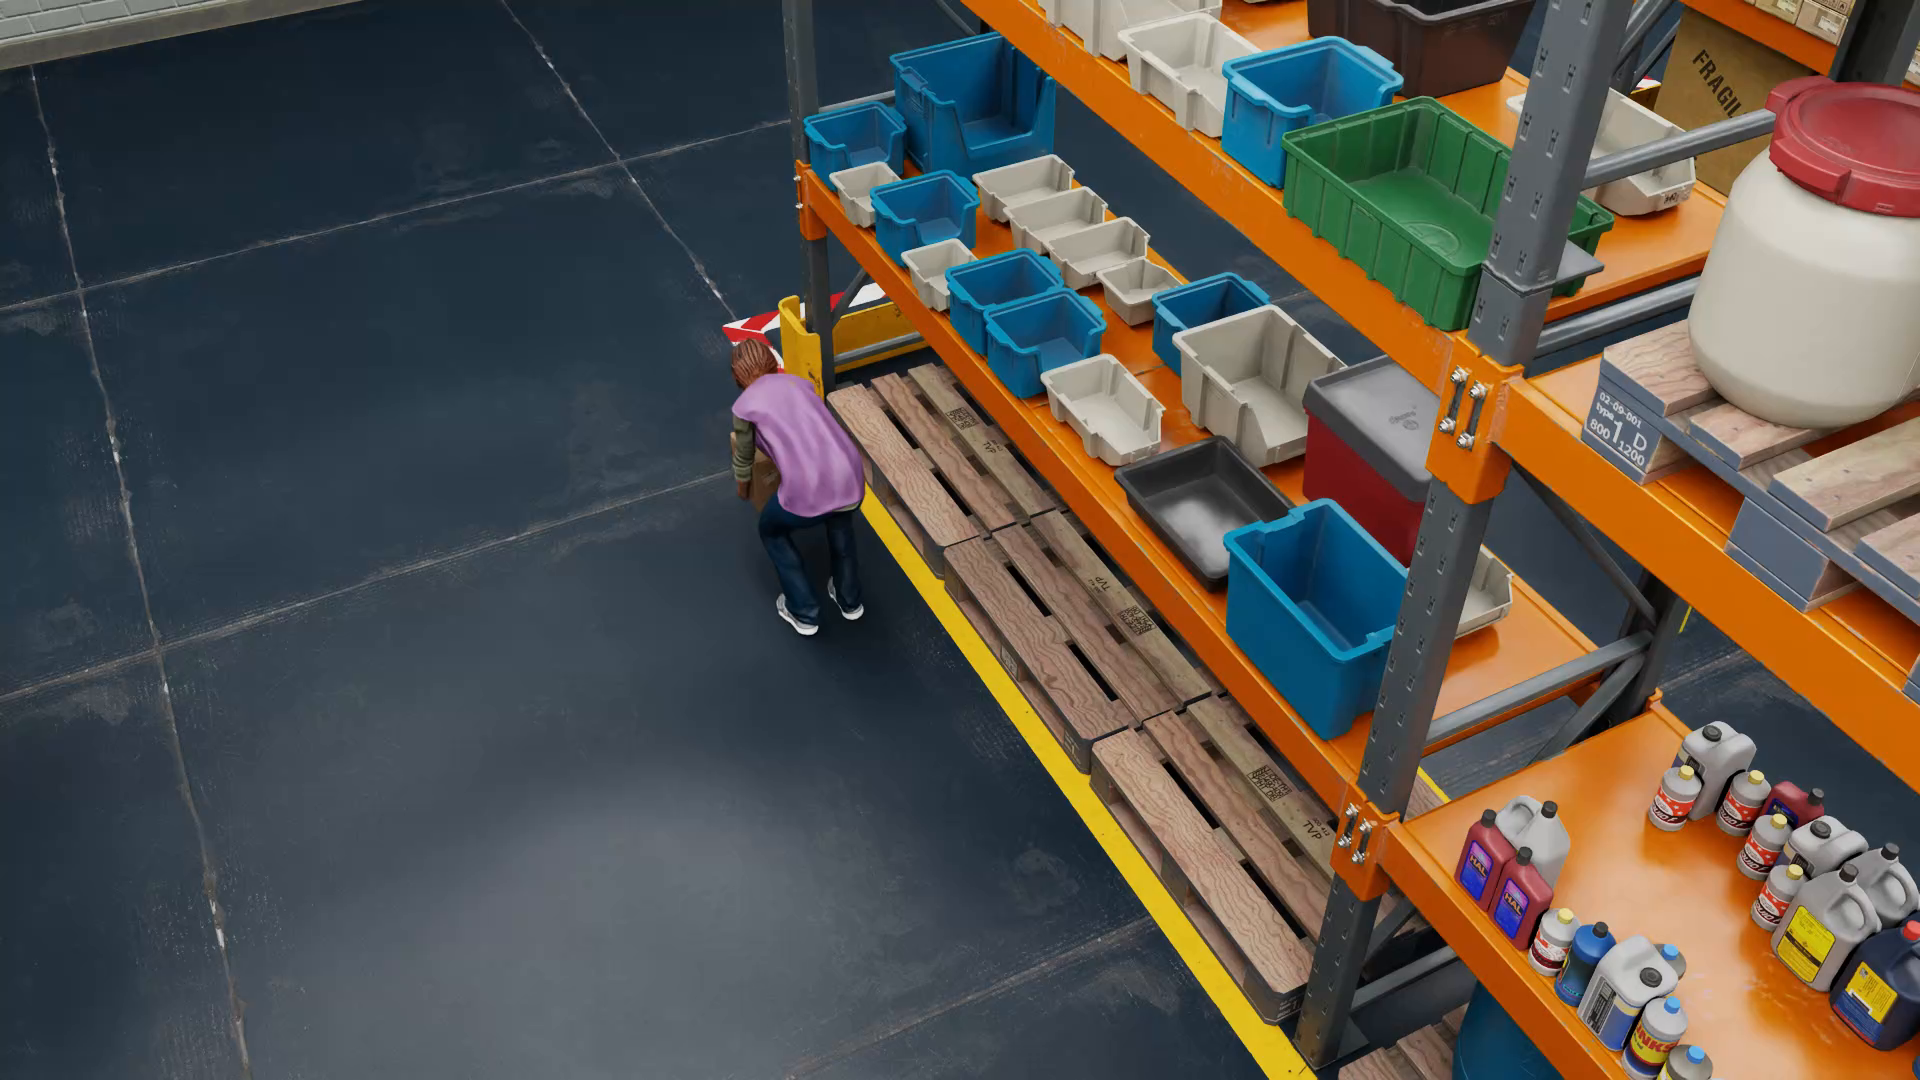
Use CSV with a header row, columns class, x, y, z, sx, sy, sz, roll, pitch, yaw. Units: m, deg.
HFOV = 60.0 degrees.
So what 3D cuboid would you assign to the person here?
class,x,y,z,sx,sy,sz,roll,pitch,yaw
person,-0.672,-0.198,6.782,0.408,1.073,0.850,-21,46,-22
